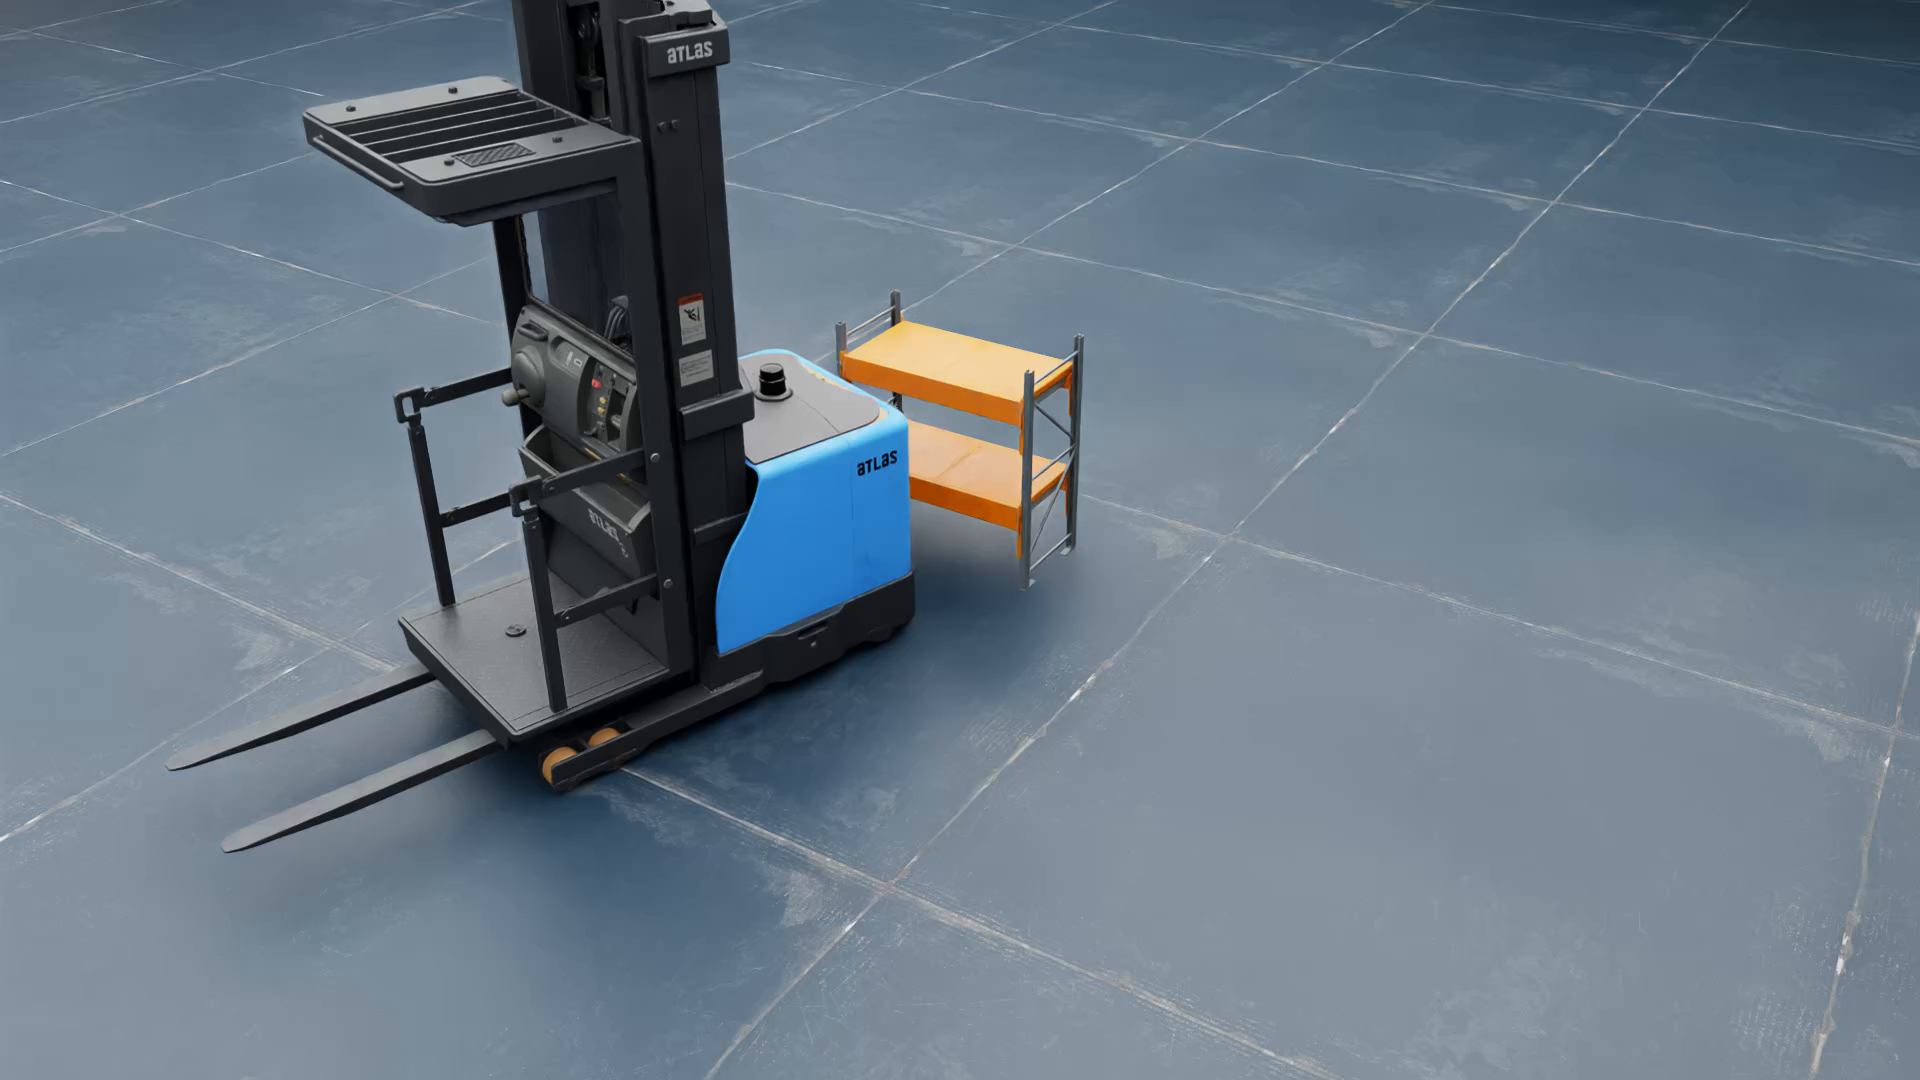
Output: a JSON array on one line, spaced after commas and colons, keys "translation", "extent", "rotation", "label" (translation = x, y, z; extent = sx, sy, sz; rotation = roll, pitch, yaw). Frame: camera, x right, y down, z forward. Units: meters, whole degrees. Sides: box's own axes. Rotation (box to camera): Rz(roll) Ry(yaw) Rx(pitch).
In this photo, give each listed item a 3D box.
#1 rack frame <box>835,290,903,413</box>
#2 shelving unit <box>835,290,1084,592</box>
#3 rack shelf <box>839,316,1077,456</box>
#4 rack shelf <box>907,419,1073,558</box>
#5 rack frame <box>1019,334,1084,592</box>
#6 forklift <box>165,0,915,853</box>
[{"translation": [-0.436, -0.624, 8.203], "extent": [0.032, 1.125, 0.500], "rotation": [18, 35, 27], "label": "rack frame"}, {"translation": [-0.006, -0.488, 7.970], "extent": [1.048, 1.125, 0.538], "rotation": [18, 35, 27], "label": "shelving unit"}, {"translation": [-0.006, -0.740, 7.822], "extent": [1.000, 0.278, 0.538], "rotation": [18, 35, 27], "label": "rack shelf"}, {"translation": [-0.006, -0.276, 8.093], "extent": [1.000, 0.278, 0.538], "rotation": [18, 35, 27], "label": "rack shelf"}, {"translation": [0.425, -0.351, 7.736], "extent": [0.032, 1.125, 0.500], "rotation": [18, 35, 27], "label": "rack frame"}, {"translation": [-1.660, -0.580, 6.335], "extent": [3.031, 2.935, 1.130], "rotation": [-23, 37, -34], "label": "forklift"}]
